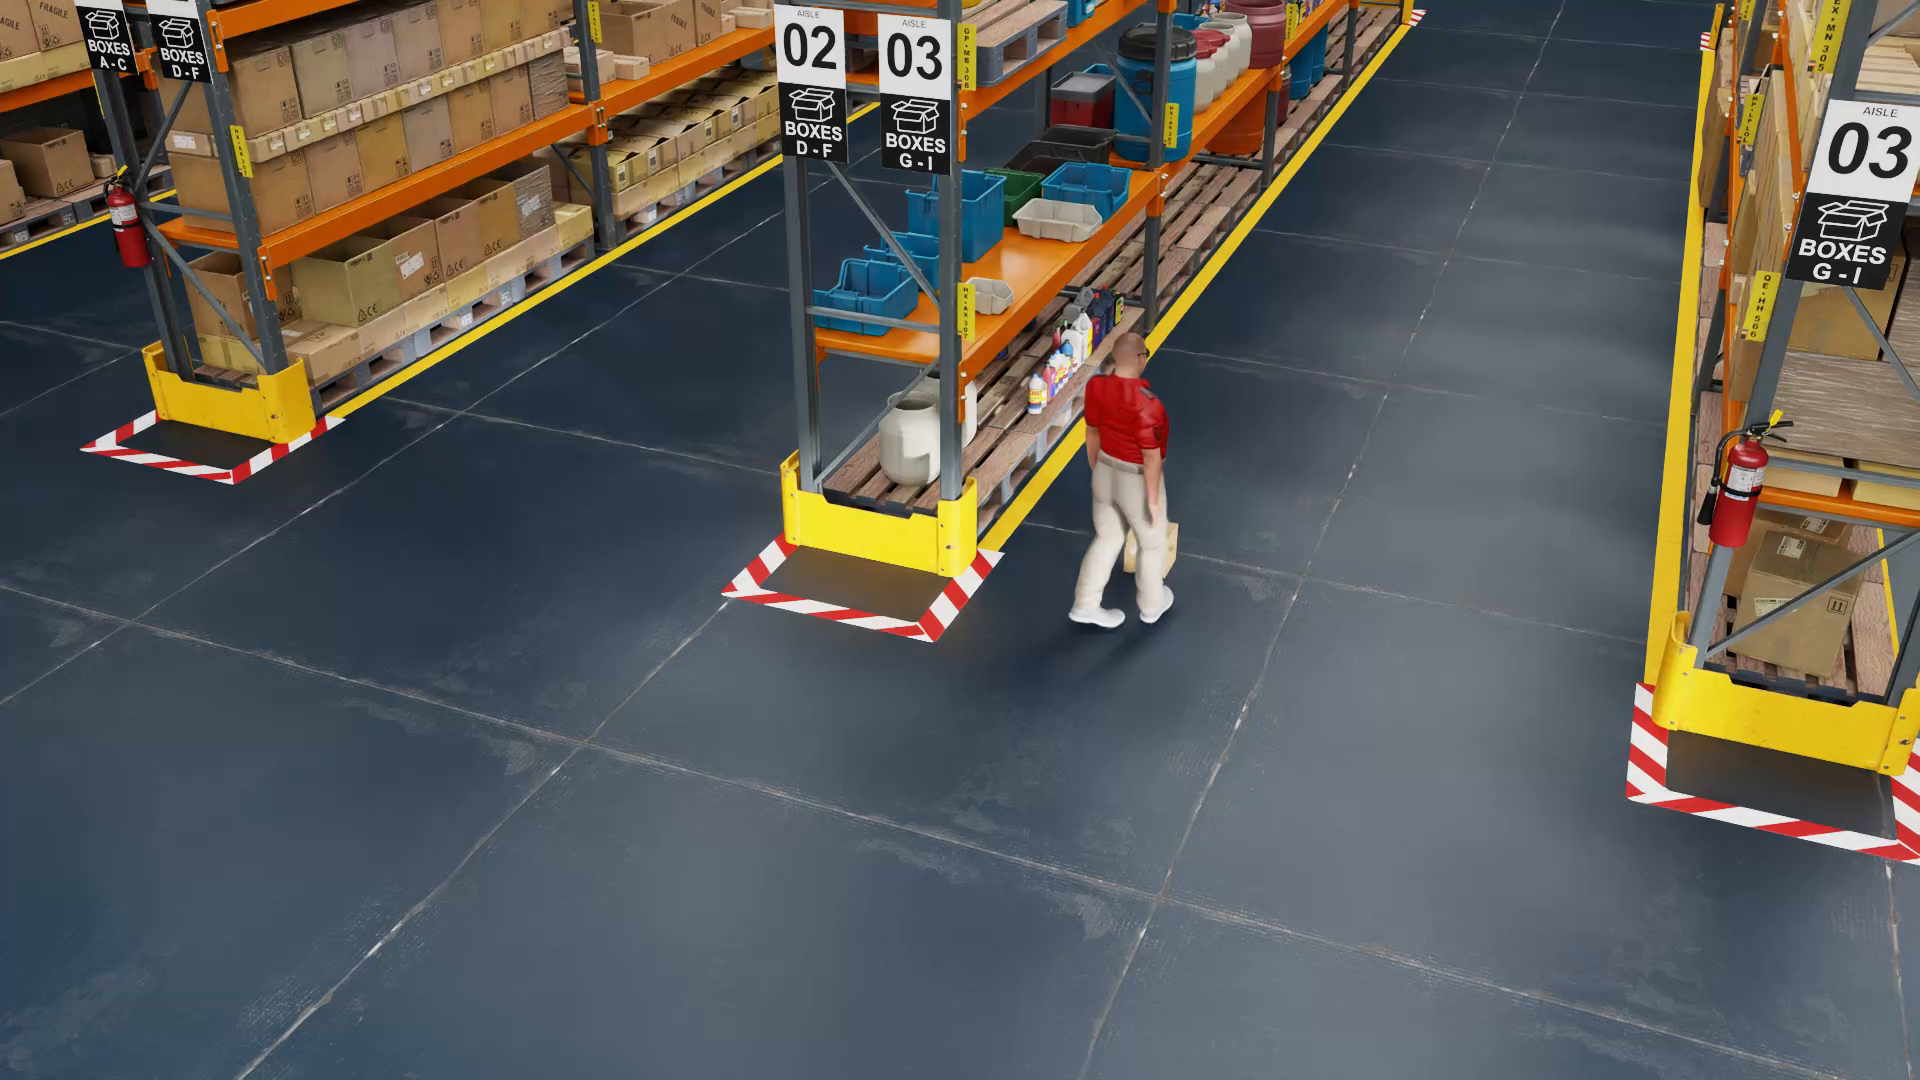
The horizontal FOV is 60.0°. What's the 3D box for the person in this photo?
[{"bbox_3d":[0.941,-0.325,8.991,0.549,1.730,0.635,26,38,37],"label":"person"}]
